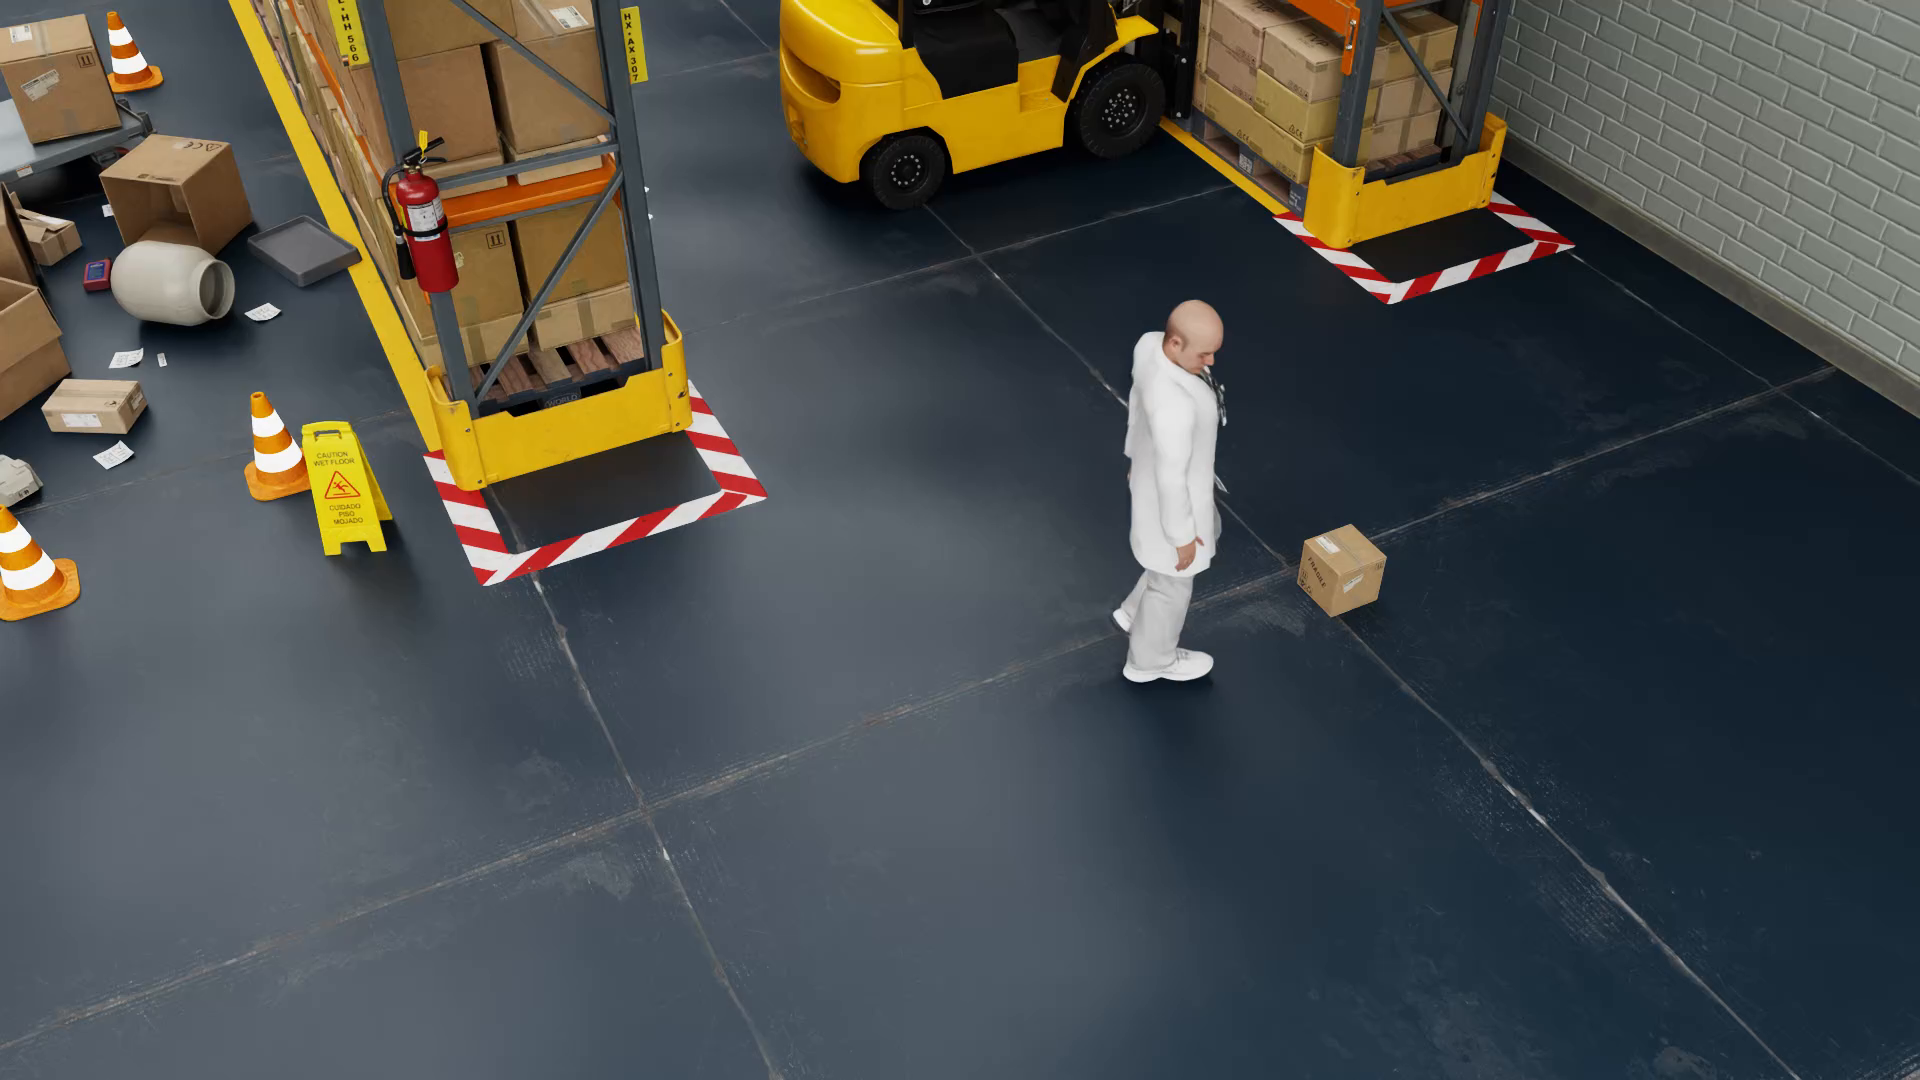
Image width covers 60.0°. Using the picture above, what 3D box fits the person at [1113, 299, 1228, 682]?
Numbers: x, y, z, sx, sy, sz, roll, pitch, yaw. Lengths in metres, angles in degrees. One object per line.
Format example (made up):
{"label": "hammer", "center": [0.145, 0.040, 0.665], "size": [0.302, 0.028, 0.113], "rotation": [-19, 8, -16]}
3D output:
{"label": "person", "center": [0.849, -0.150, 6.339], "size": [0.438, 1.812, 0.616], "rotation": [-3, 41, -3]}
